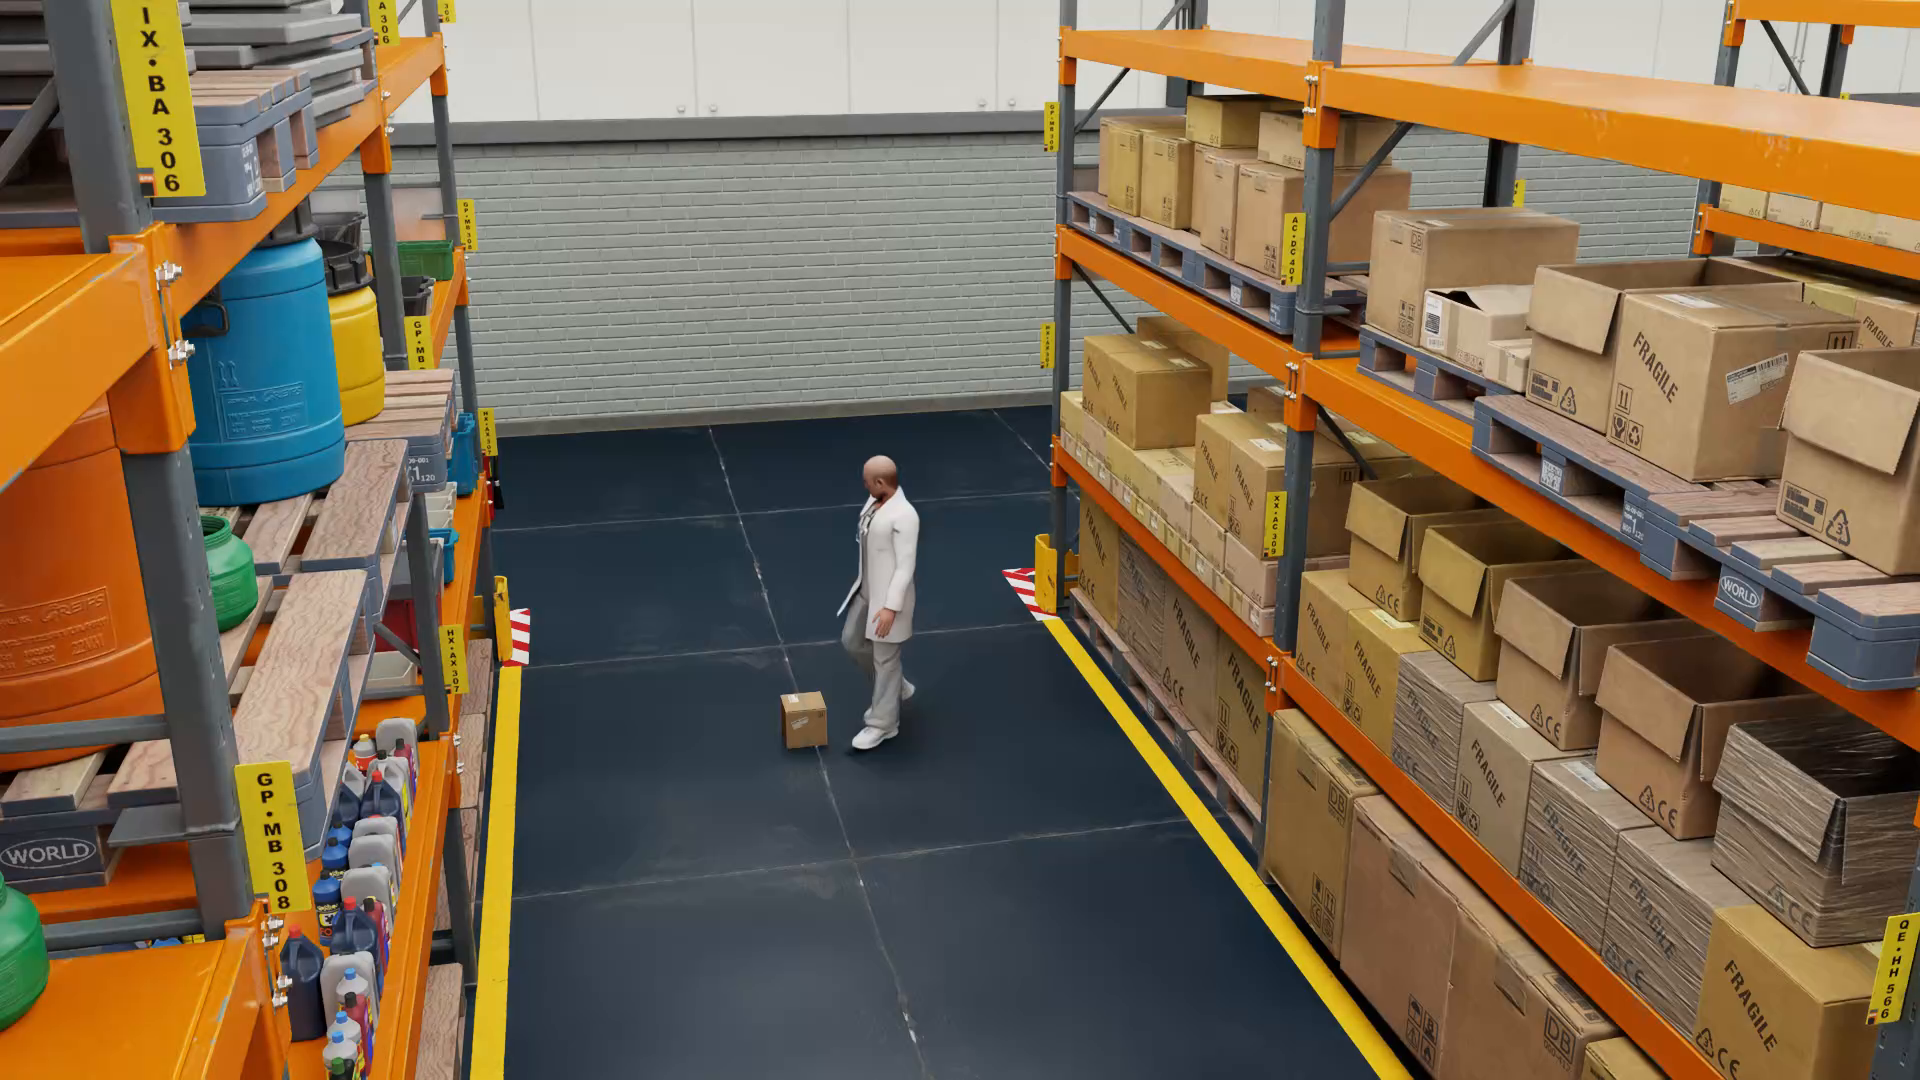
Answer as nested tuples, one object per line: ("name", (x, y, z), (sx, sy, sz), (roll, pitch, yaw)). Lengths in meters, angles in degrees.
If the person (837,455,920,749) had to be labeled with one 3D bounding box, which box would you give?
("person", (-0.480, 0.358, 10.055), (0.567, 1.789, 0.664), (-10, 22, -27))
